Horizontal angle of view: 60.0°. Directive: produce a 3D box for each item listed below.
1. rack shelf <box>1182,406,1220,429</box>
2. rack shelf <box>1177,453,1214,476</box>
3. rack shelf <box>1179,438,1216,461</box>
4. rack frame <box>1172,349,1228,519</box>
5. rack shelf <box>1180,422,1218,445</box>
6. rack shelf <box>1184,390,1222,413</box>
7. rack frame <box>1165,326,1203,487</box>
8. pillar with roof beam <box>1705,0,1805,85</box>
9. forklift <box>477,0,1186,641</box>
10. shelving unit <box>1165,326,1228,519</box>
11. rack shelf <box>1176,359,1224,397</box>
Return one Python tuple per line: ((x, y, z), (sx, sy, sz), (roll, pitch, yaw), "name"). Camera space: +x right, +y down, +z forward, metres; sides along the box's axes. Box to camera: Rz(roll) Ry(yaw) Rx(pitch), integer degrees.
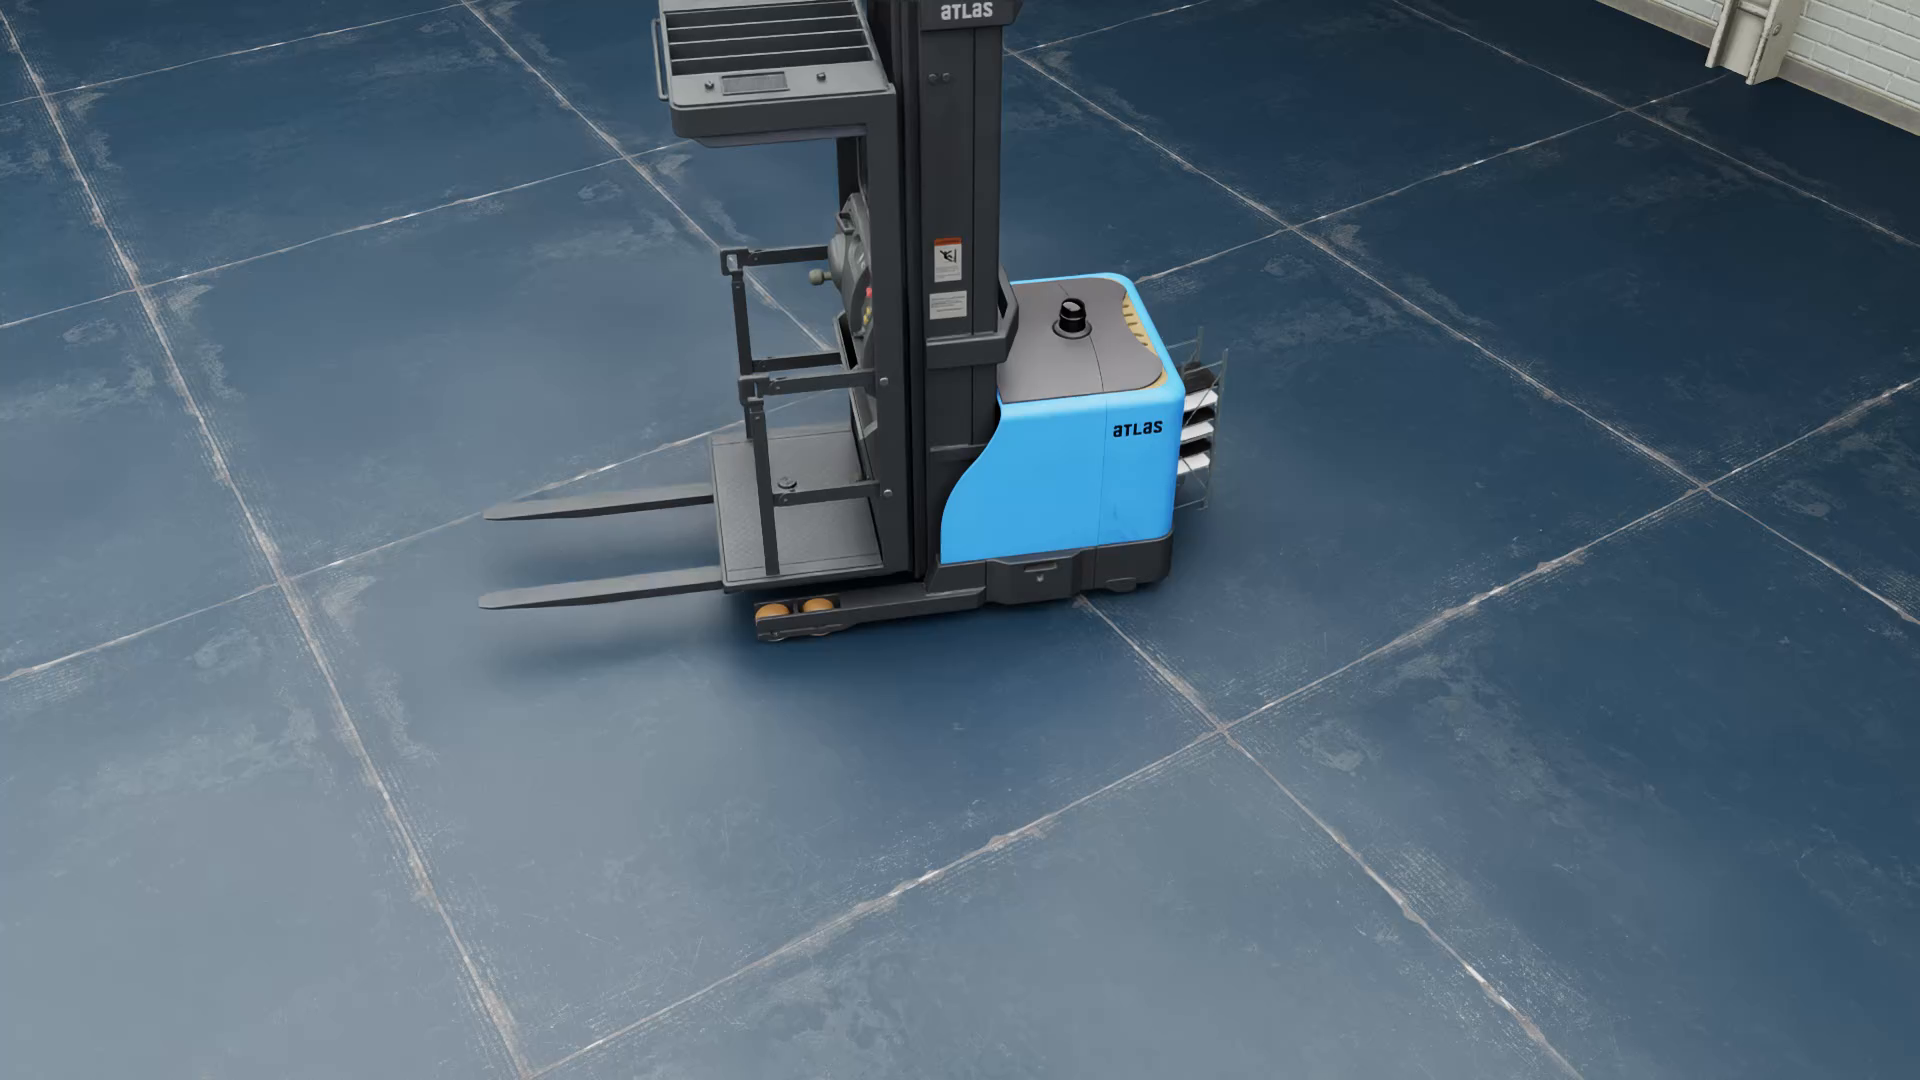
((1.030, -0.568, 7.639), (0.258, 0.077, 0.200), (-18, 43, -20), "rack shelf")
((1.028, -0.361, 7.812), (0.258, 0.077, 0.200), (-18, 43, -20), "rack shelf")
((1.029, -0.430, 7.754), (0.258, 0.077, 0.200), (-18, 43, -20), "rack shelf")
((1.075, -0.466, 7.606), (0.240, 0.900, 0.006), (-18, 43, -20), "rack frame")
((1.029, -0.499, 7.697), (0.258, 0.077, 0.200), (-18, 43, -20), "rack shelf")
((1.030, -0.637, 7.581), (0.258, 0.077, 0.200), (-18, 43, -20), "rack shelf")
((0.984, -0.583, 7.745), (0.240, 0.900, 0.006), (-18, 43, -20), "rack frame")
((1.887, -5.290, 7.068), (9.100, 9.000, 0.400), (-22, 45, -24), "pillar with roof beam")
((-0.619, -1.054, 6.725), (3.031, 2.935, 1.130), (-7, 40, -8), "forklift")
((1.030, -0.525, 7.675), (0.258, 0.900, 0.210), (-18, 43, -20), "shelving unit")
((1.031, -0.706, 7.523), (0.258, 0.077, 0.200), (-18, 43, -20), "rack shelf")
